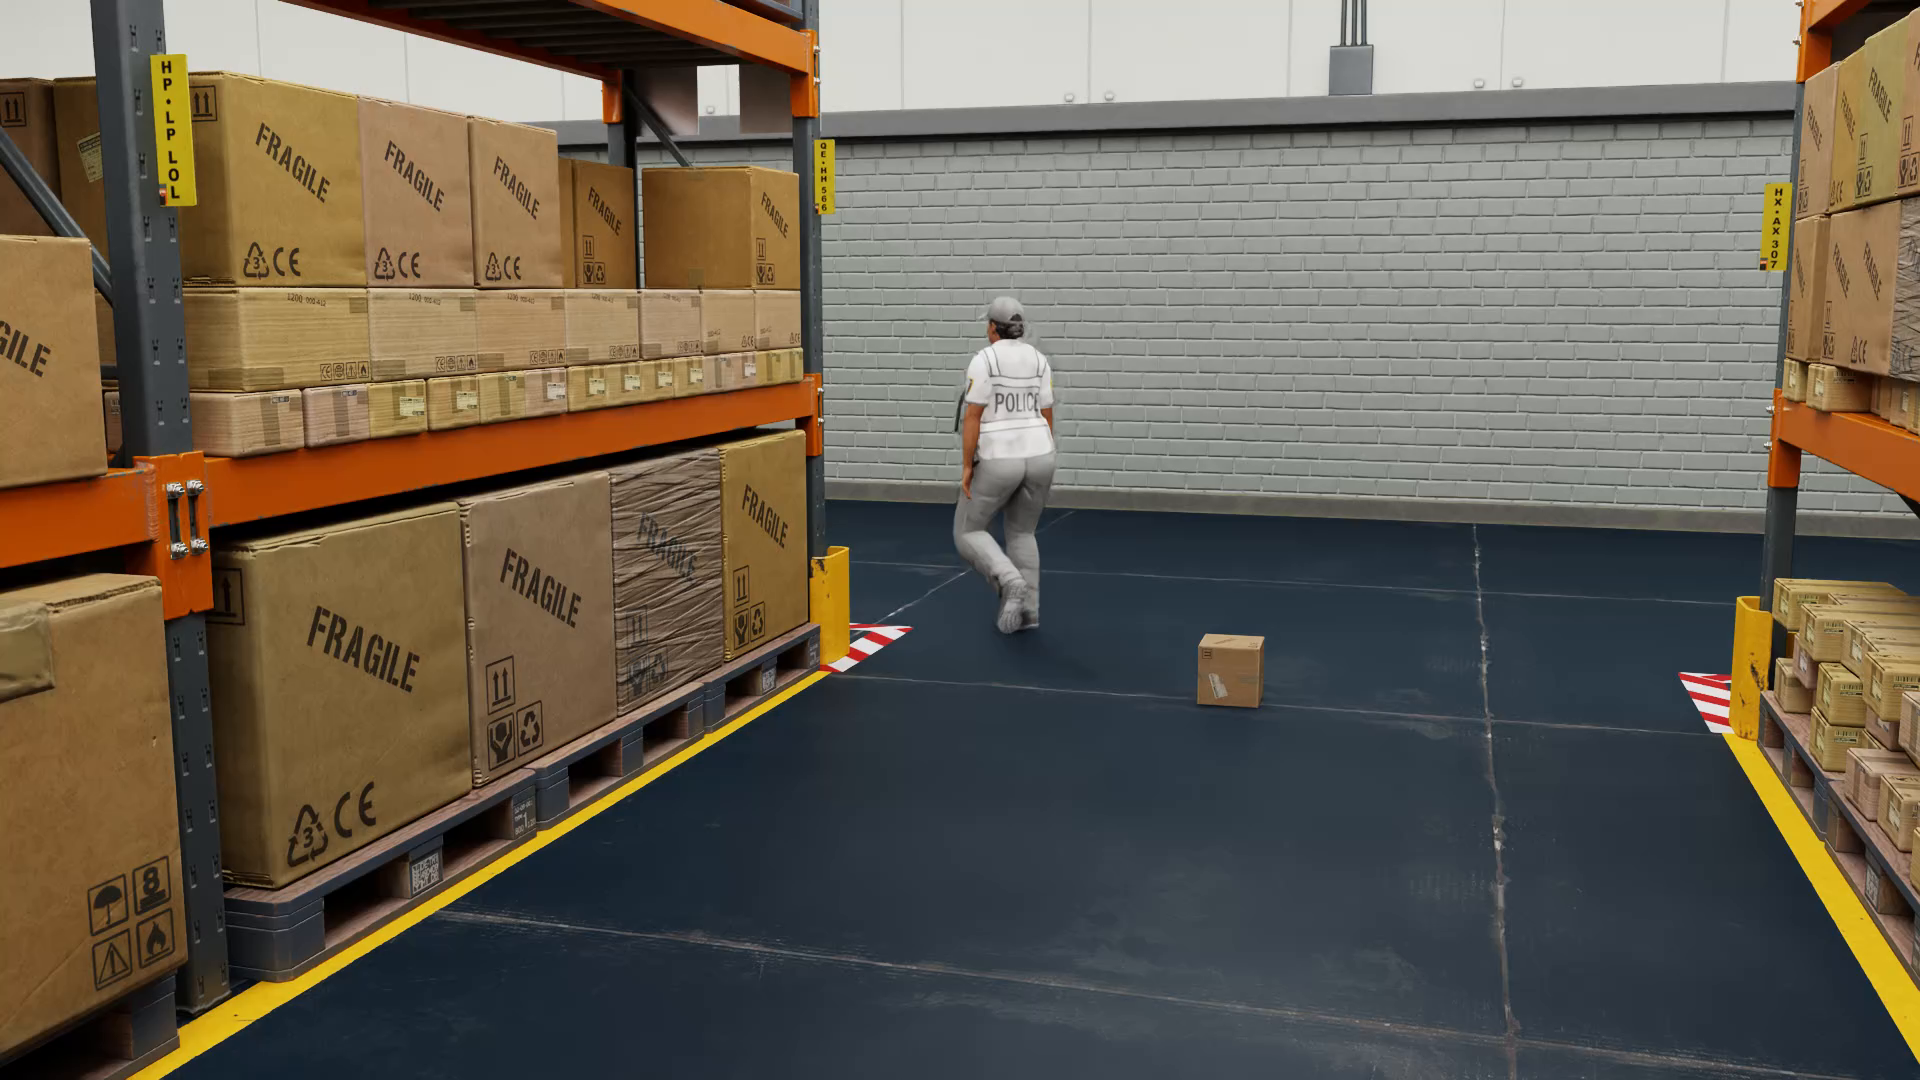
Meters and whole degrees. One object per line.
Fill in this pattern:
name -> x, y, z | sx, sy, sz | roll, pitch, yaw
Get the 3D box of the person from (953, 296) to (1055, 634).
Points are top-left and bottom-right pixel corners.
person -> 0.244, -0.361, 8.143 | 0.529, 1.648, 0.515 | -5, 10, -31
